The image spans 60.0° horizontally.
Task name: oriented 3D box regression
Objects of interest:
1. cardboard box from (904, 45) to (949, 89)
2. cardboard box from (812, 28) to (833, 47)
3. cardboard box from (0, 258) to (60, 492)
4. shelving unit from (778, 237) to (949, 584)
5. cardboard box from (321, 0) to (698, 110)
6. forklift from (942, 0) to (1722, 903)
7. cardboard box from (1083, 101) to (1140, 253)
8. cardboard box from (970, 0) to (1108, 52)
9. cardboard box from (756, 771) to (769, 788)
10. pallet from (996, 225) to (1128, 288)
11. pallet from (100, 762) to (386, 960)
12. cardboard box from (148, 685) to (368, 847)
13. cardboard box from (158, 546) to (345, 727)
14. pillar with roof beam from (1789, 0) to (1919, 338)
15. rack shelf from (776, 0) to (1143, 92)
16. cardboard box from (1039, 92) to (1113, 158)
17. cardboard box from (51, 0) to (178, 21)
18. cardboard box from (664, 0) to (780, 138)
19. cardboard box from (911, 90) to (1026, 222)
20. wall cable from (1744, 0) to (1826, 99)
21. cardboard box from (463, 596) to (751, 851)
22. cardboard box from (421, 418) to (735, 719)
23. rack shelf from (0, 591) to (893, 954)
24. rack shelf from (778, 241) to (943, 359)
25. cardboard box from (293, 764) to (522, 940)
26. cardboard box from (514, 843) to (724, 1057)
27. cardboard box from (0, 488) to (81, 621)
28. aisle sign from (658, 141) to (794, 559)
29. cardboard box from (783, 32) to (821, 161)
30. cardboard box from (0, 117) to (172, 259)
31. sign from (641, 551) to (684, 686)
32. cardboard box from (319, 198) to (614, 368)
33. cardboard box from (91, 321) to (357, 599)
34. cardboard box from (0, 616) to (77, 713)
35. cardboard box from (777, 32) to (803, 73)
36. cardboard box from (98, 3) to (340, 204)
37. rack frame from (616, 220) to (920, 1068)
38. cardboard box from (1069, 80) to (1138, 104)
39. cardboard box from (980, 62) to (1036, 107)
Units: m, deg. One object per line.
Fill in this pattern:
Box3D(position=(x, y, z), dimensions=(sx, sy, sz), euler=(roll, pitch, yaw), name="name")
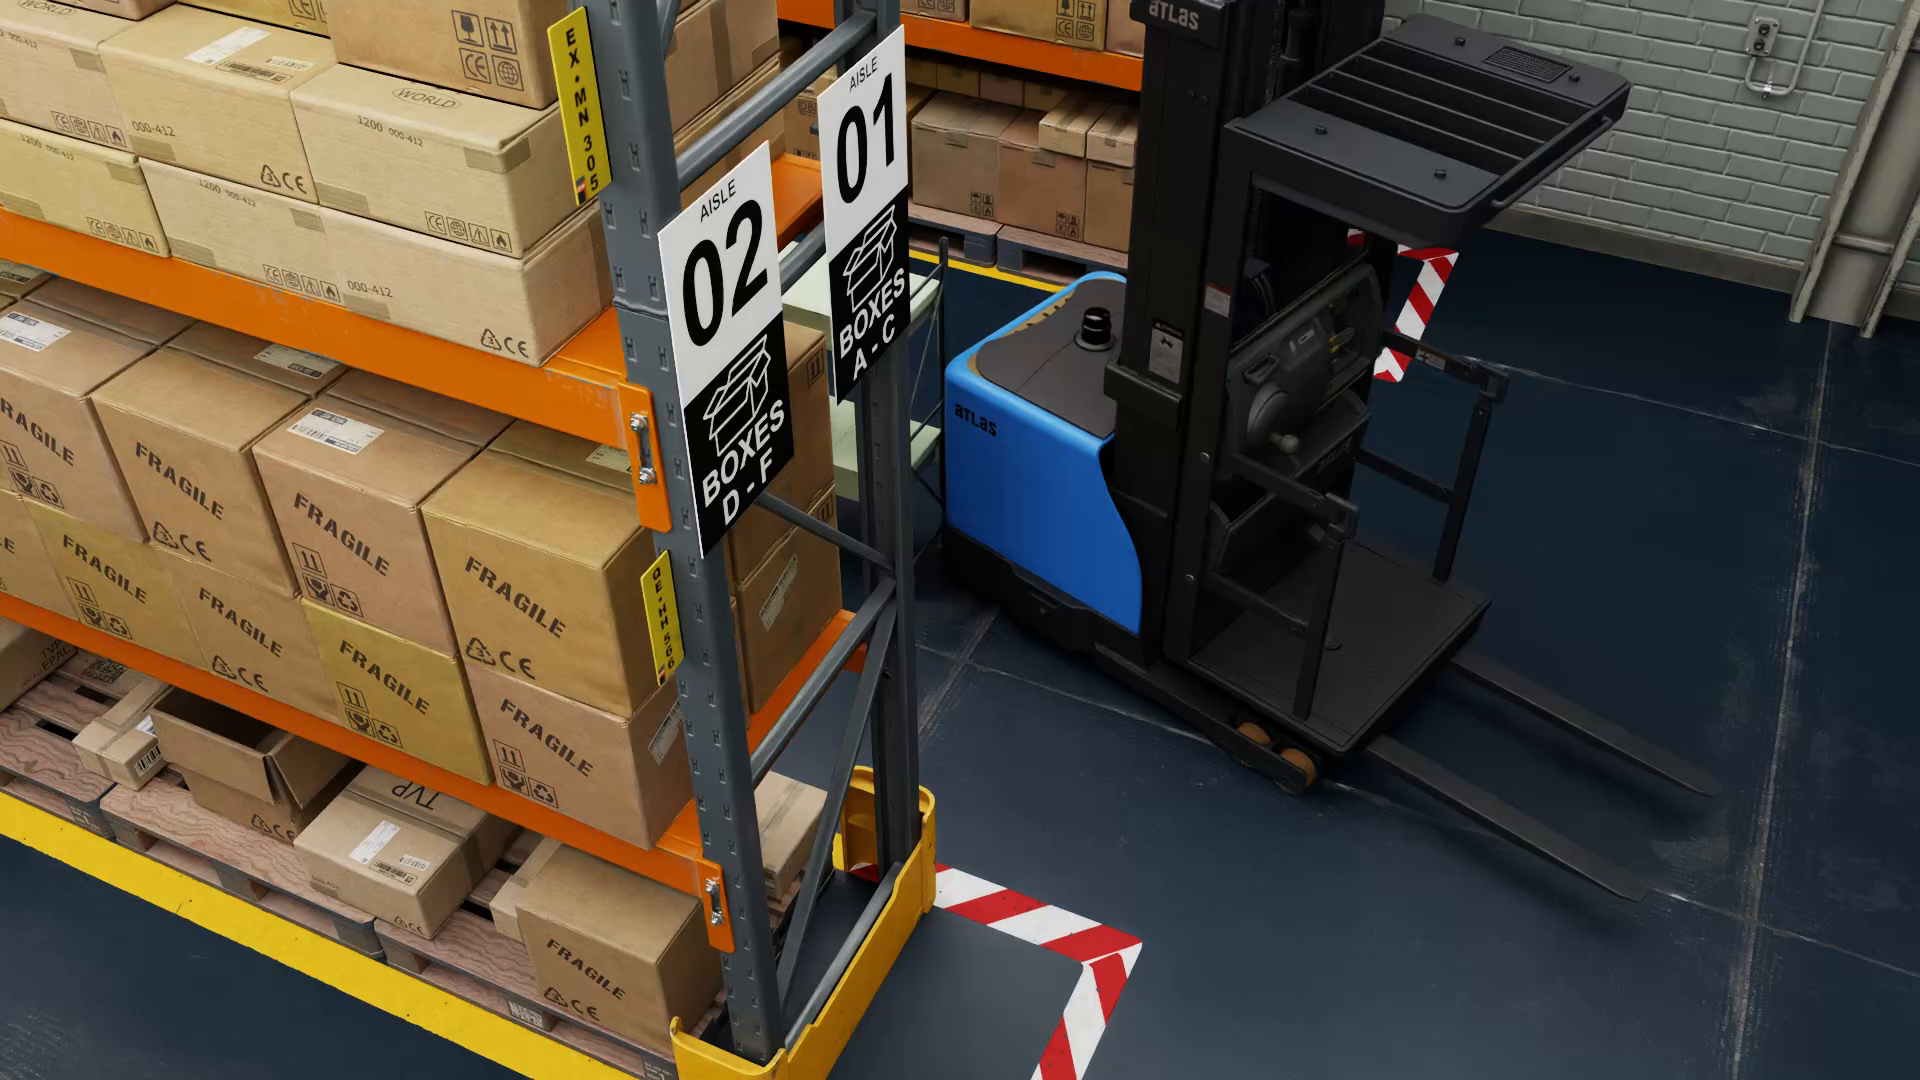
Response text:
Box3D(position=(-0.162, -2.632, 9.090), dimensions=(0.250, 0.149, 0.380), euler=(16, 43, 18), name="cardboard box")
Box3D(position=(-0.625, -2.774, 9.253), dimensions=(0.250, 0.149, 0.380), euler=(16, 43, 17), name="cardboard box")
Box3D(position=(-2.779, -0.534, 4.736), dimensions=(0.500, 0.500, 0.500), euler=(16, 43, 17), name="cardboard box")
Box3D(position=(-0.471, -0.566, 6.758), dimensions=(0.755, 1.500, 0.431), euler=(18, 44, 20), name="shelving unit")
Box3D(position=(-0.868, -1.275, 3.300), dimensions=(0.500, 0.500, 0.700), euler=(17, 44, 19), name="cardboard box")
Box3D(position=(1.357, -0.561, 5.659), dimensions=(3.031, 2.935, 1.130), euler=(31, 49, 30), name="forklift")
Box3D(position=(1.019, -1.883, 8.720), dimensions=(0.500, 0.500, 0.700), euler=(17, 44, 19), name="cardboard box")
Box3D(position=(0.565, -2.978, 8.166), dimensions=(0.700, 0.700, 0.980), euler=(17, 44, 18), name="cardboard box")
Box3D(position=(-0.856, 0.922, 5.723), dimensions=(0.250, 0.166, 0.380), euler=(17, 44, 19), name="cardboard box")
Box3D(position=(0.938, -1.655, 8.999), dimensions=(1.213, 0.211, 1.003), euler=(17, 44, 19), name="pallet")
Box3D(position=(-2.289, 0.881, 6.073), dimensions=(1.213, 0.211, 1.003), euler=(17, 44, 19), name="pallet")
Box3D(position=(-2.316, 0.594, 5.845), dimensions=(0.637, 0.503, 0.797), euler=(17, 44, 19), name="cardboard box")
Box3D(position=(-1.838, 0.124, 4.741), dimensions=(0.500, 0.500, 0.500), euler=(17, 44, 19), name="cardboard box")
Box3D(position=(2.688, -2.012, 2.700), dimensions=(0.400, 9.000, 9.100), euler=(17, 44, 19), name="pillar with roof beam")
Box3D(position=(-0.117, -2.816, 8.758), dimensions=(4.000, 0.370, 1.077), euler=(17, 44, 19), name="rack shelf")
Box3D(position=(0.593, -2.126, 8.505), dimensions=(0.250, 0.149, 0.380), euler=(18, 44, 20), name="cardboard box")
Box3D(position=(-1.784, -1.538, 3.605), dimensions=(0.500, 0.500, 0.700), euler=(17, 44, 19), name="cardboard box")
Box3D(position=(-0.751, -1.155, 3.736), dimensions=(0.500, 0.250, 0.500), euler=(17, 44, 19), name="cardboard box")
Box3D(position=(0.109, -2.160, 9.040), dimensions=(0.500, 0.500, 0.700), euler=(16, 43, 17), name="cardboard box")
Box3D(position=(3.256, -3.125, 7.790), dimensions=(1.851, 1.984, 0.084), euler=(17, 44, 19), name="wall cable")
Box3D(position=(-0.917, 0.407, 4.414), dimensions=(0.500, 0.500, 0.500), euler=(18, 44, 20), name="cardboard box")
Box3D(position=(-0.915, 0.031, 4.084), dimensions=(0.500, 0.500, 0.500), euler=(17, 44, 18), name="cardboard box")
Box3D(position=(-2.208, 0.125, 5.365), dimensions=(4.000, 0.370, 1.077), euler=(17, 44, 19), name="rack shelf")
Box3D(position=(-0.471, -0.861, 6.503), dimensions=(0.720, 0.370, 0.431), euler=(18, 44, 20), name="rack shelf")
Box3D(position=(-1.841, 0.995, 5.576), dimensions=(0.500, 0.250, 0.500), euler=(17, 44, 19), name="cardboard box")
Box3D(position=(-0.993, 1.181, 5.170), dimensions=(0.500, 0.500, 0.500), euler=(17, 44, 19), name="cardboard box")
Box3D(position=(-2.756, -0.156, 5.063), dimensions=(0.500, 0.500, 0.500), euler=(17, 44, 18), name="cardboard box")
Box3D(position=(-0.463, -0.375, 3.407), dimensions=(0.004, 0.787, 0.394), euler=(17, 44, 19), name="aisle sign")
Box3D(position=(-0.841, -2.447, 9.371), dimensions=(0.500, 0.500, 0.700), euler=(17, 44, 18), name="cardboard box")
Box3D(position=(-1.880, -0.931, 3.859), dimensions=(0.500, 0.250, 0.500), euler=(17, 44, 19), name="cardboard box")
Box3D(position=(-0.648, 0.174, 3.634), dimensions=(0.005, 0.325, 0.100), euler=(17, 44, 19), name="sign")
Box3D(position=(-0.973, -0.656, 3.540), dimensions=(0.500, 0.250, 0.500), euler=(17, 44, 19), name="cardboard box")
Box3D(position=(-1.845, -0.249, 4.407), dimensions=(0.500, 0.500, 0.500), euler=(18, 44, 20), name="cardboard box")
Box3D(position=(-3.732, 0.394, 6.222), dimensions=(0.500, 0.311, 0.500), euler=(17, 44, 19), name="cardboard box")
Box3D(position=(-1.062, -2.630, 9.087), dimensions=(0.250, 0.149, 0.380), euler=(18, 44, 20), name="cardboard box")
Box3D(position=(-1.422, -0.988, 3.542), dimensions=(0.500, 0.250, 0.500), euler=(17, 44, 19), name="cardboard box")
Box3D(position=(-0.396, 0.407, 4.490), dimensions=(0.127, 3.000, 1.000), euler=(17, 44, 19), name="rack frame")
Box3D(position=(0.757, -2.352, 8.766), dimensions=(0.250, 0.149, 0.380), euler=(17, 44, 19), name="cardboard box")
Box3D(position=(0.300, -2.491, 8.927), dimensions=(0.250, 0.149, 0.380), euler=(18, 44, 19), name="cardboard box")
